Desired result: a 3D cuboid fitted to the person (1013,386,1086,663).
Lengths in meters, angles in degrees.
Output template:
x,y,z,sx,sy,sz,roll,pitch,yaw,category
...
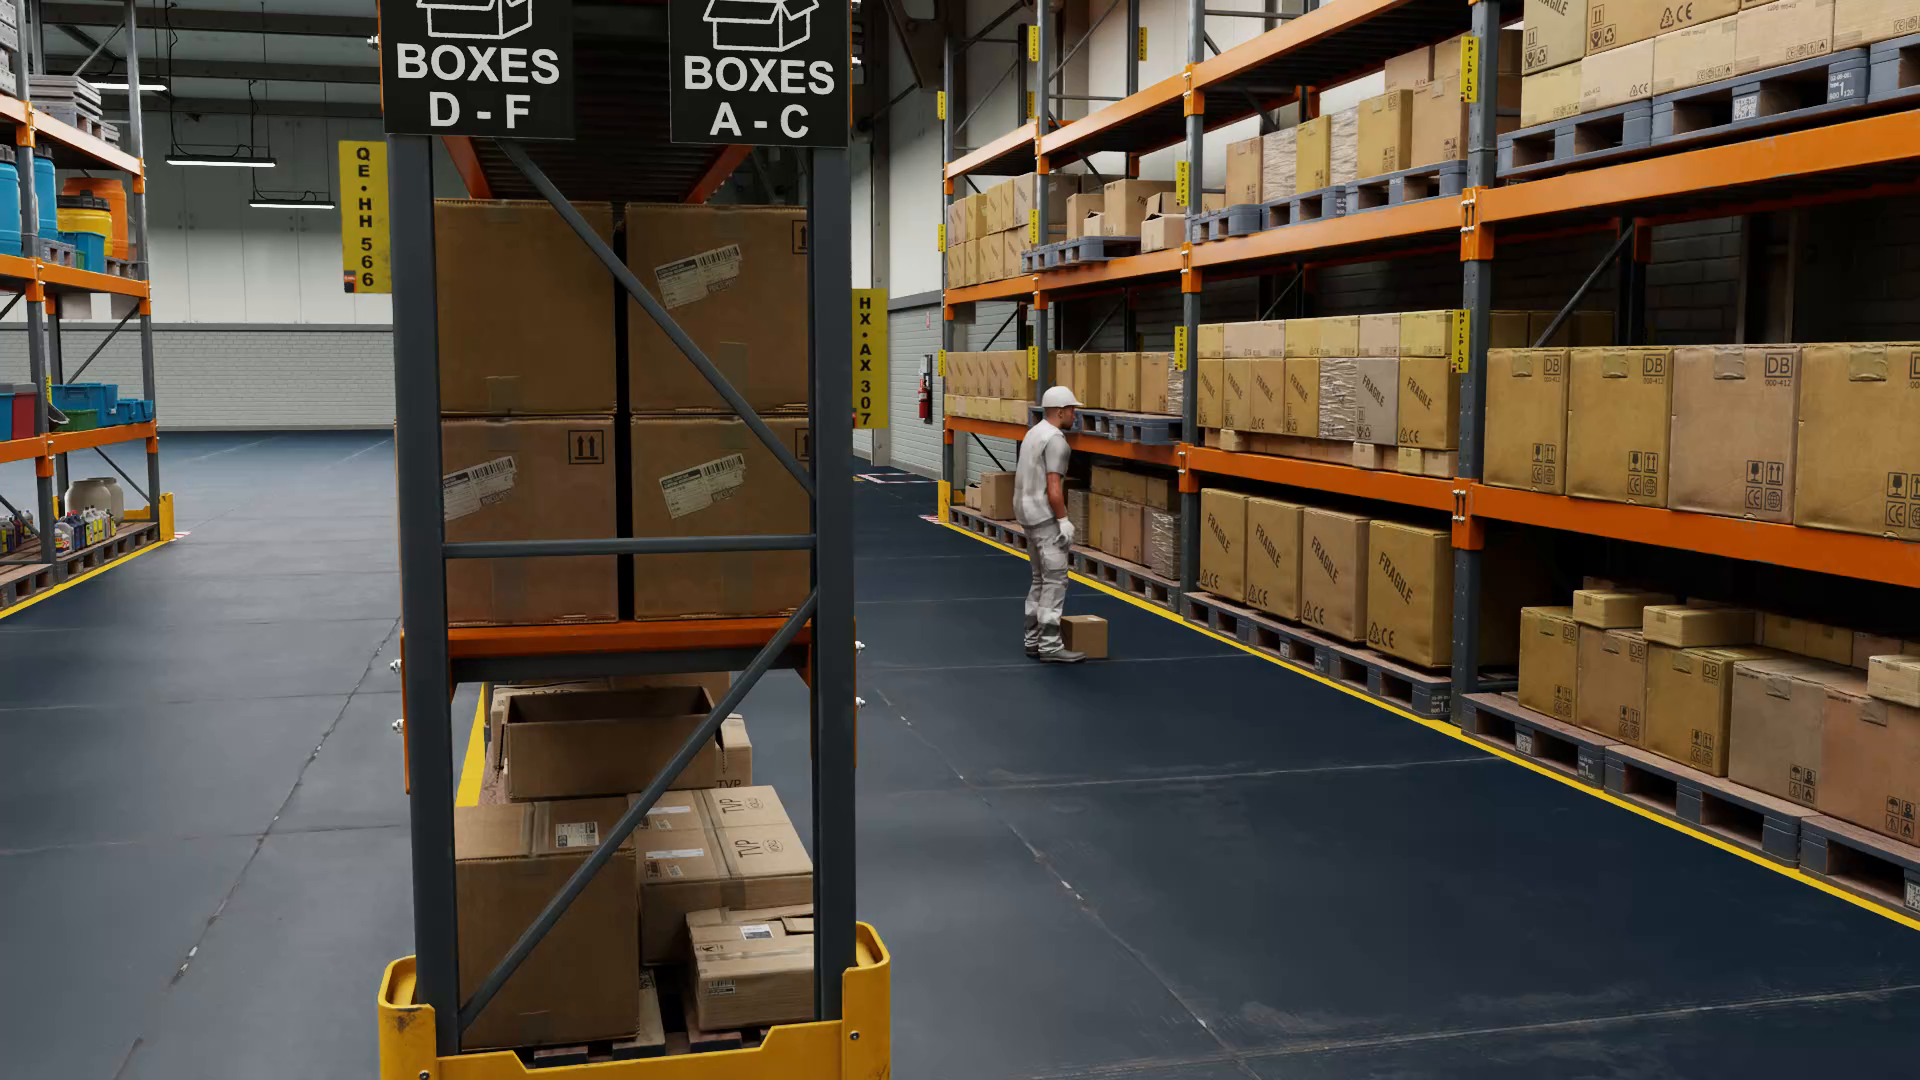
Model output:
x,y,z,sx,sy,sz,roll,pitch,yaw,category
0.595,-0.110,10.867,0.456,1.778,0.605,-2,6,-14,person
